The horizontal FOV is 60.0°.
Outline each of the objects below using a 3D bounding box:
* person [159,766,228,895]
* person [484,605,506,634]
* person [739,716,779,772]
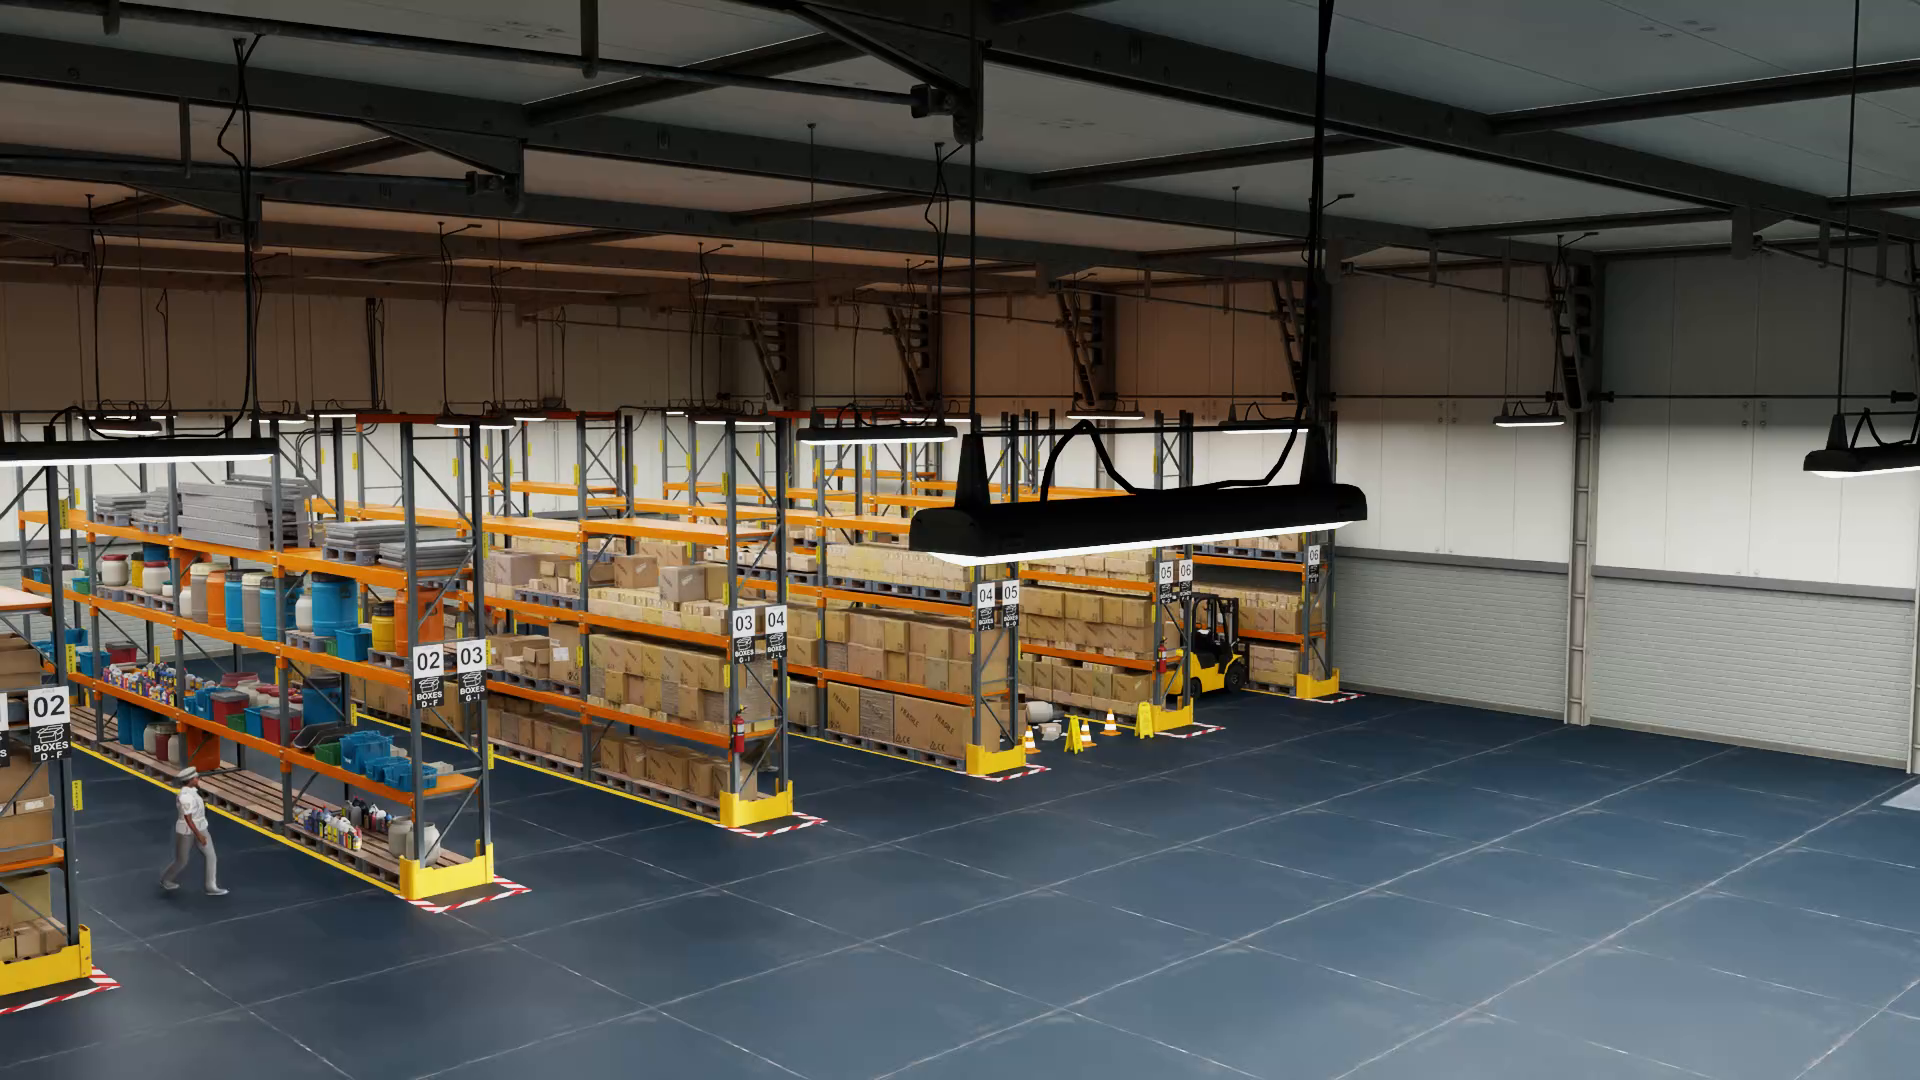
[{"bbox_3d":[-9.740,3.680,21.058,0.927,1.644,0.428,2,5,23],"label":"person"},{"bbox_3d":[-11.307,1.984,40.430,0.574,1.743,0.588,-2,5,-23],"label":"person"},{"bbox_3d":[-3.375,3.049,27.913,0.689,1.778,0.611,-1,5,-16],"label":"person"}]
